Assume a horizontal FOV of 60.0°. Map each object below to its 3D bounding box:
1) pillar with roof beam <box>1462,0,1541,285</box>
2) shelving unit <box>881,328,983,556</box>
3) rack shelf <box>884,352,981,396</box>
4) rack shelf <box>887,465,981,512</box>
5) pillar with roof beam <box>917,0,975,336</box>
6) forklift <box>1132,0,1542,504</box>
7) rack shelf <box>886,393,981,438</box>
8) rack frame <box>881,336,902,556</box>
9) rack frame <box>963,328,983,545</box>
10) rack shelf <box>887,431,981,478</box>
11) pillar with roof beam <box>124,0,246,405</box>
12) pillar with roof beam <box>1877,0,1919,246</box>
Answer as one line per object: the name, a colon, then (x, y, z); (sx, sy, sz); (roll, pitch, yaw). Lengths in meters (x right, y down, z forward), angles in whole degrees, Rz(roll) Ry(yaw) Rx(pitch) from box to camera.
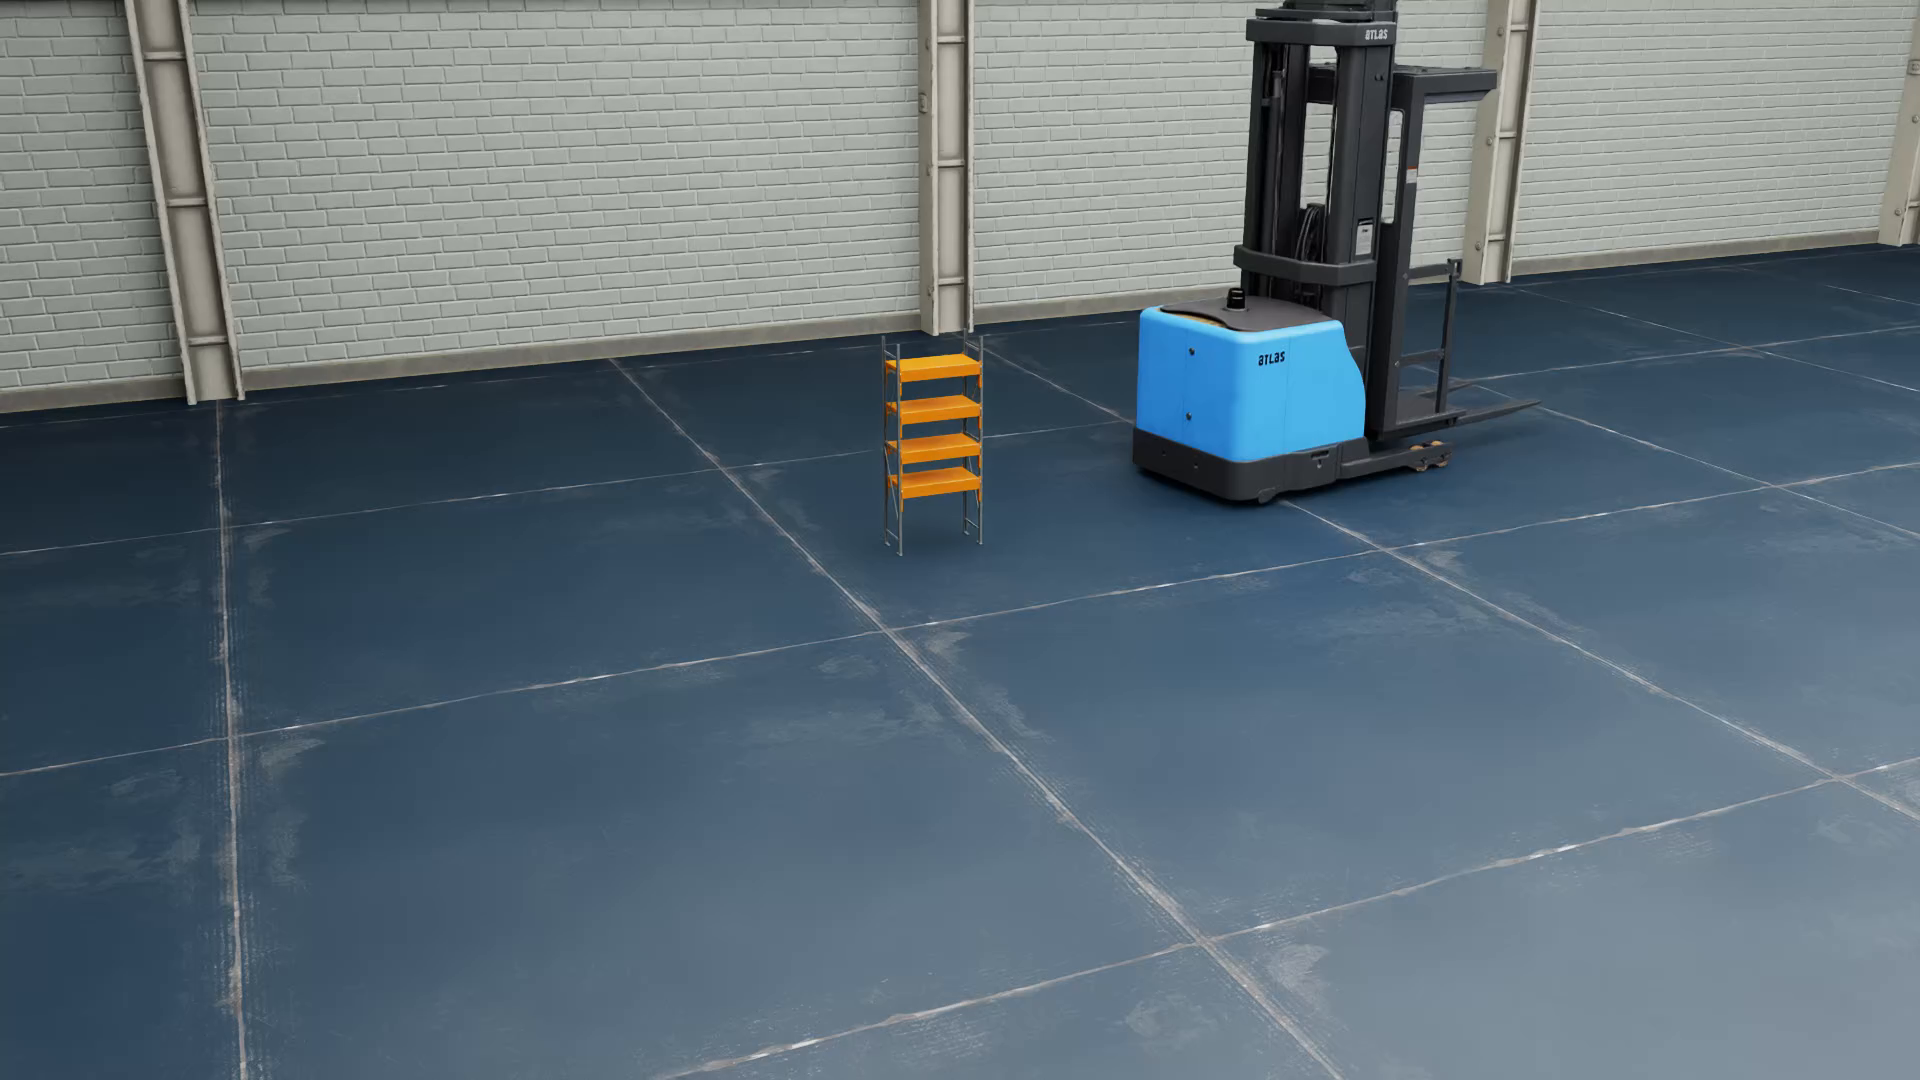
pillar with roof beam: (7.097, -5.590, 11.850); (0.400, 9.000, 9.100); (-8, 21, -22)
shelving unit: (-0.152, -0.544, 9.261); (0.503, 1.200, 0.258); (-8, 21, -22)
rack shelf: (-0.152, -0.915, 9.130); (0.480, 0.148, 0.258); (-8, 21, -22)
rack shelf: (-0.152, -0.293, 9.349); (0.480, 0.148, 0.258); (-8, 21, -22)
pillar with roof beam: (1.587, -4.801, 9.608); (0.400, 9.000, 9.100); (-8, 21, -22)
forklift: (2.623, -1.960, 10.676); (3.031, 2.935, 1.130); (-12, 23, -31)
rack shelf: (-0.152, -0.692, 9.209); (0.480, 0.148, 0.258); (-8, 21, -22)
rack frame: (-0.376, -0.512, 9.170); (0.015, 1.200, 0.240); (-8, 21, -22)
rack frame: (0.072, -0.576, 9.352); (0.015, 1.200, 0.240); (-8, 21, -22)
rack shelf: (-0.152, -0.481, 9.283); (0.480, 0.148, 0.258); (-8, 21, -22)
pillar with roof beam: (-3.922, -4.012, 7.366); (0.400, 9.000, 9.100); (-8, 21, -22)
pillar with roof beam: (12.606, -6.380, 14.091); (0.400, 9.000, 9.100); (-8, 21, -22)
